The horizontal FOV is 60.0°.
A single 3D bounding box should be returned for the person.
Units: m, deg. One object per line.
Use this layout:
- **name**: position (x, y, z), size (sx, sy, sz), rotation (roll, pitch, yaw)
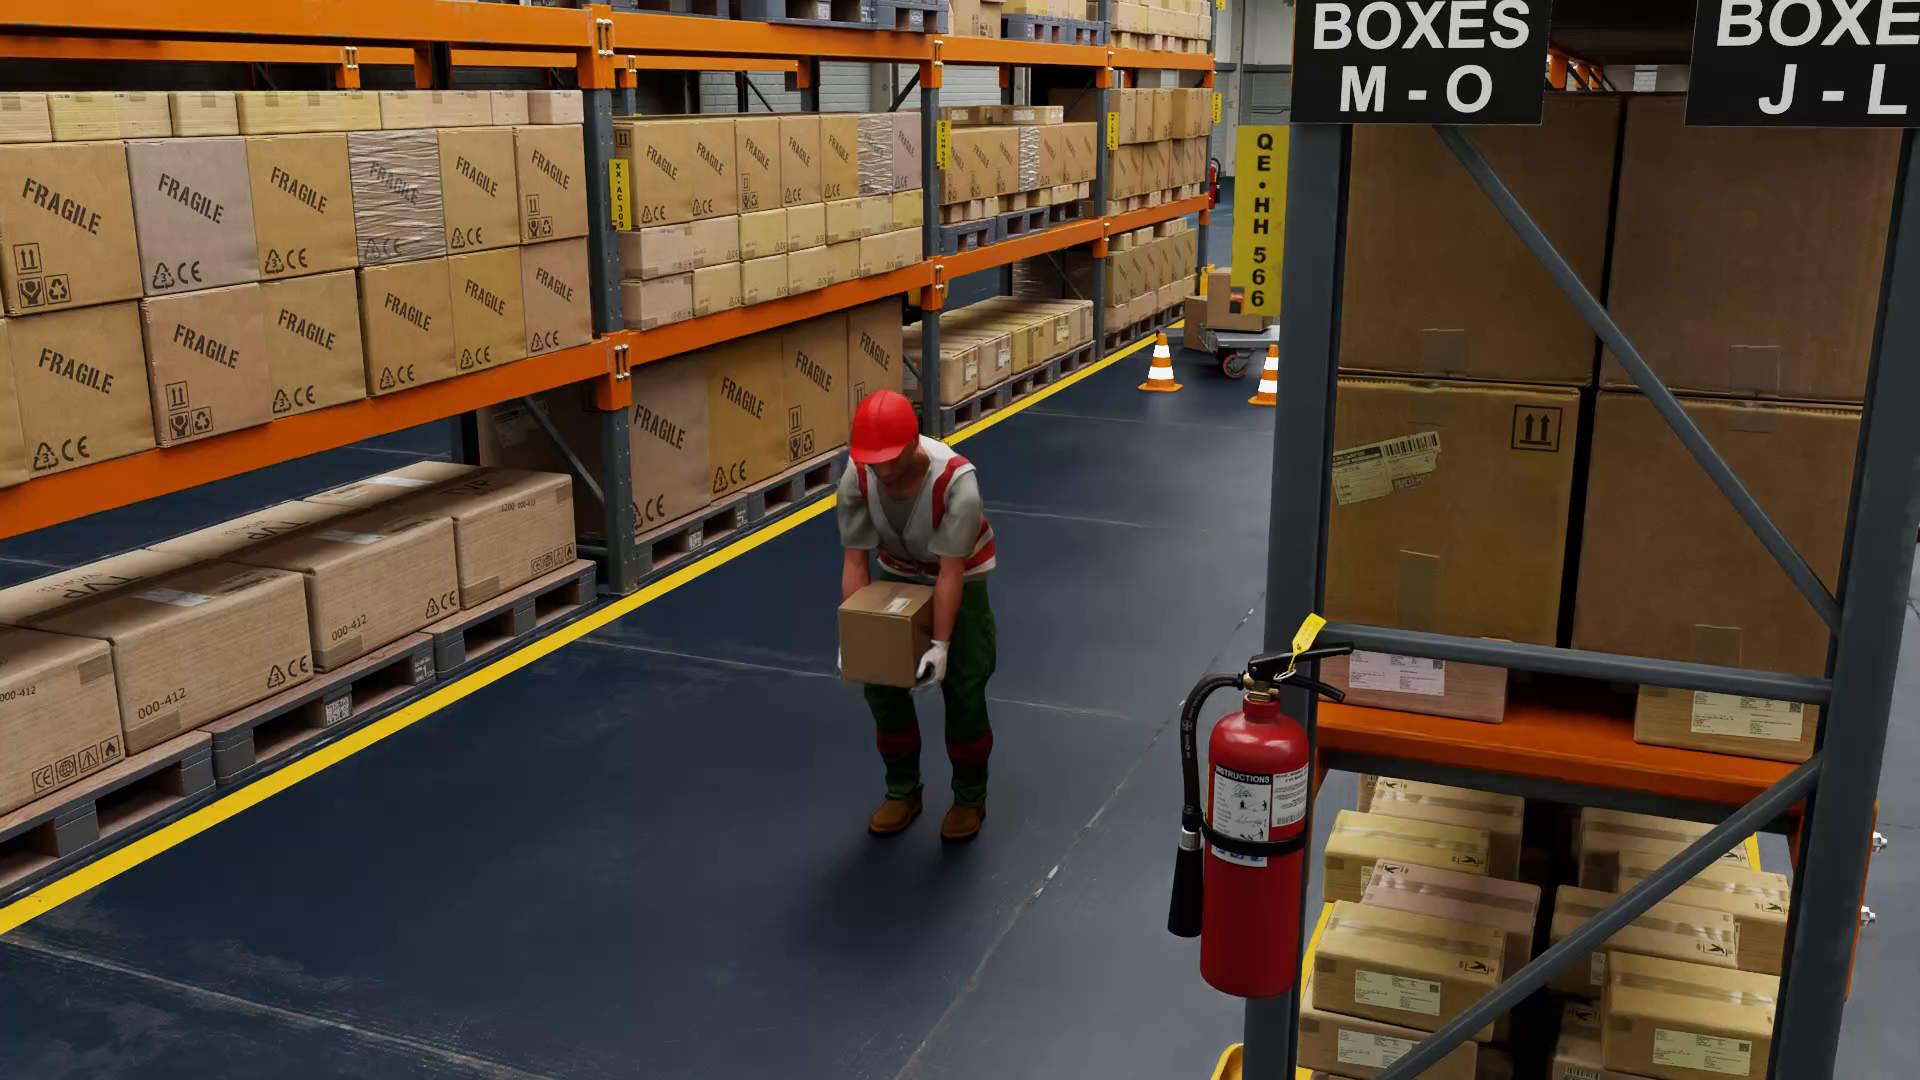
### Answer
- **person**: position (-0.151, 0.251, 5.446), size (0.484, 1.581, 0.784), rotation (6, 16, 20)
